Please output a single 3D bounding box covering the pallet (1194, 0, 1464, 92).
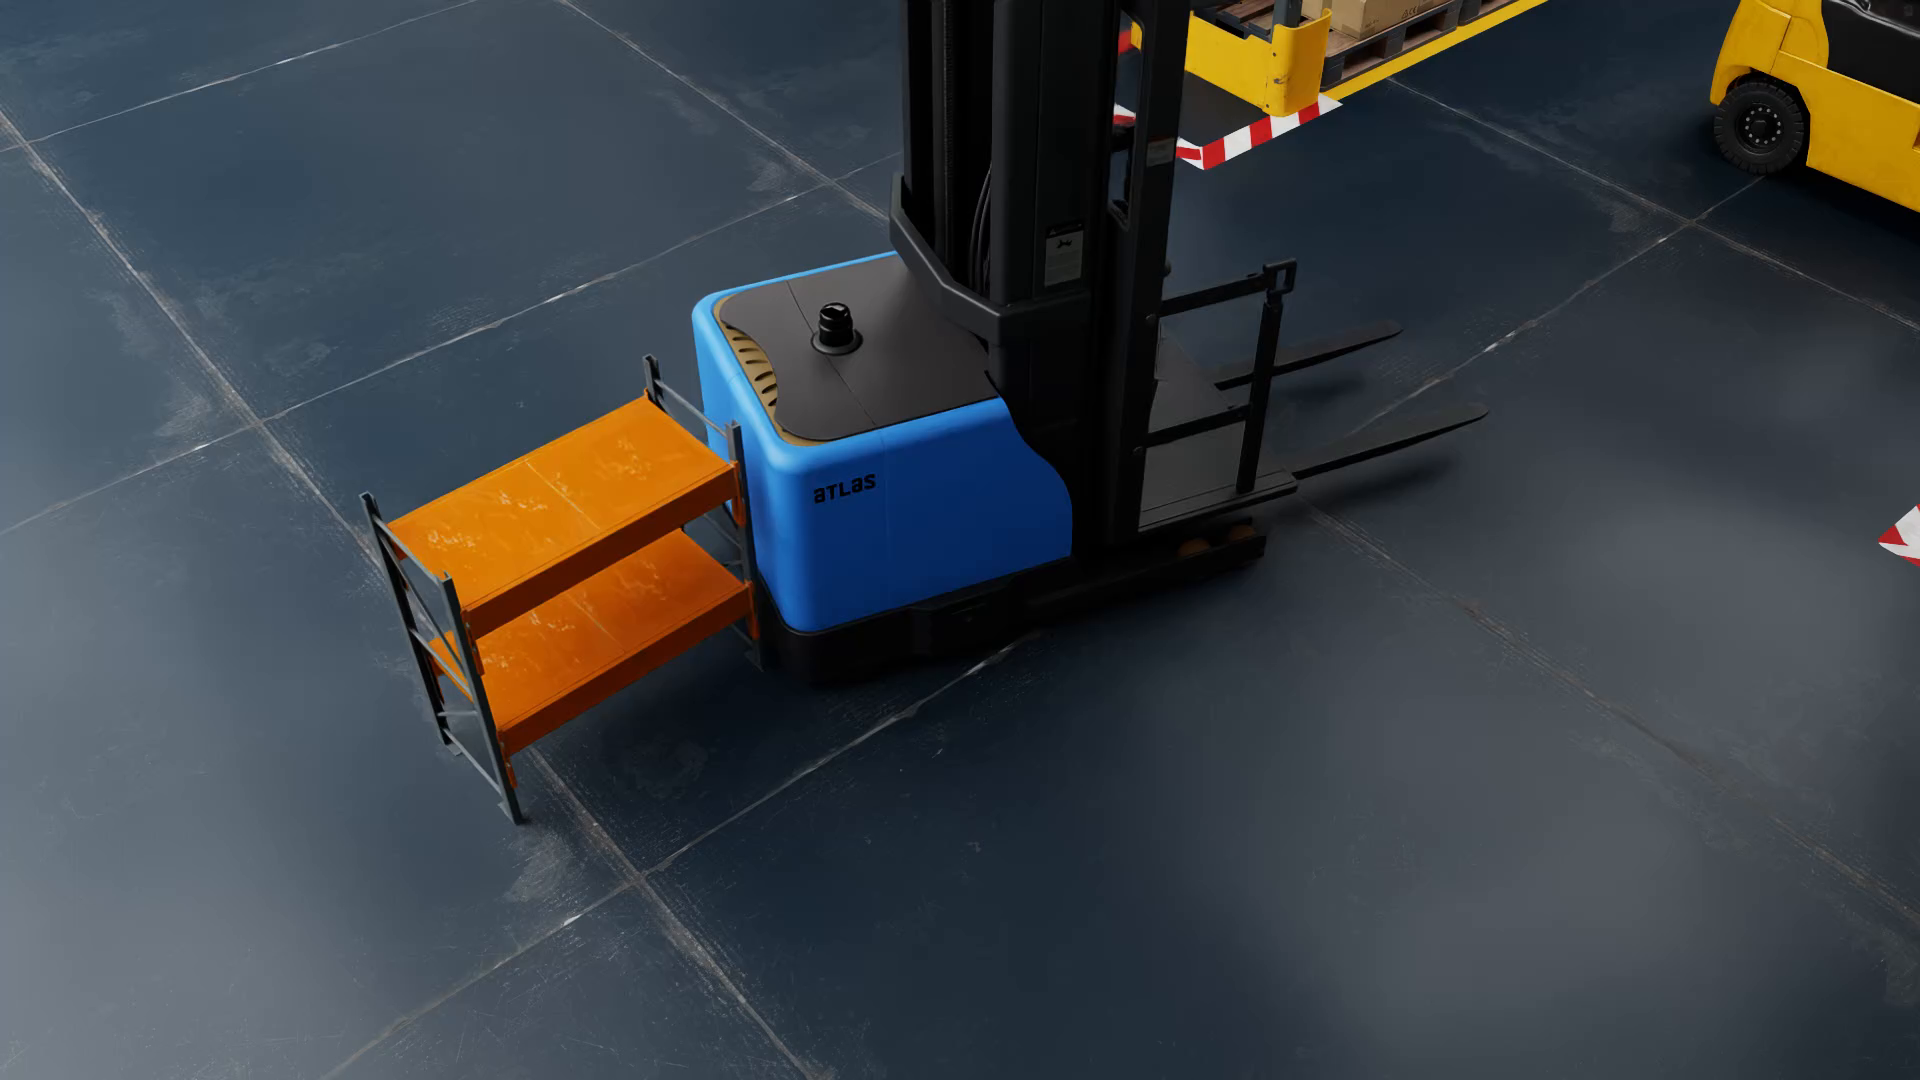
[{"bbox_3d":[2.108,-3.036,9.553,1.213,0.211,1.003,-30,51,-28],"label":"pallet"}]

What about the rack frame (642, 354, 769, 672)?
[{"bbox_3d":[-0.867,-0.071,5.729,0.032,1.125,0.500,-32,52,-29],"label":"rack frame"}]

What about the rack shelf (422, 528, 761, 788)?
[{"bbox_3d":[-1.243,0.341,5.647,1.000,0.278,0.538,-32,52,-29],"label":"rack shelf"}]

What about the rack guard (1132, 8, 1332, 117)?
[{"bbox_3d":[1.462,-2.803,9.094,0.348,0.500,1.175,-30,51,-28],"label":"rack guard"}]

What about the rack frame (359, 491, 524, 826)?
[{"bbox_3d":[-1.620,0.396,5.231,0.032,1.125,0.500,-32,52,-29],"label":"rack frame"}]

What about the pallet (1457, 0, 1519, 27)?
[{"bbox_3d":[3.043,-3.569,10.121,1.213,0.211,1.003,-30,51,-28],"label":"pallet"}]

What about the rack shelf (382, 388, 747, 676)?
[{"bbox_3d":[-1.243,-0.051,5.279,1.000,0.278,0.538,-32,52,-29],"label":"rack shelf"}]

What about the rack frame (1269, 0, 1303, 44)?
[{"bbox_3d":[1.404,-3.681,8.203,0.127,3.000,1.000,-30,51,-28],"label":"rack frame"}]

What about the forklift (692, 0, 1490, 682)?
[{"bbox_3d":[0.615,-1.229,5.642,3.031,2.935,1.130,-16,46,-17],"label":"forklift"}]

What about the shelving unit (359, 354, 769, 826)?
[{"bbox_3d":[-1.243,0.163,5.480,1.048,1.125,0.538,-32,52,-29],"label":"shelving unit"}]

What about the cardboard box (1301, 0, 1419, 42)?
[{"bbox_3d":[2.200,-3.041,9.223,0.500,0.250,0.500,-30,51,-28],"label":"cardboard box"}]

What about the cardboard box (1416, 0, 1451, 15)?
[{"bbox_3d":[2.596,-3.261,9.458,0.500,0.250,0.500,-28,50,-27],"label":"cardboard box"}]

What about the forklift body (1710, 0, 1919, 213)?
[{"bbox_3d":[4.875,-2.557,7.627,1.214,2.155,2.313,-30,51,-28],"label":"forklift body"}]
